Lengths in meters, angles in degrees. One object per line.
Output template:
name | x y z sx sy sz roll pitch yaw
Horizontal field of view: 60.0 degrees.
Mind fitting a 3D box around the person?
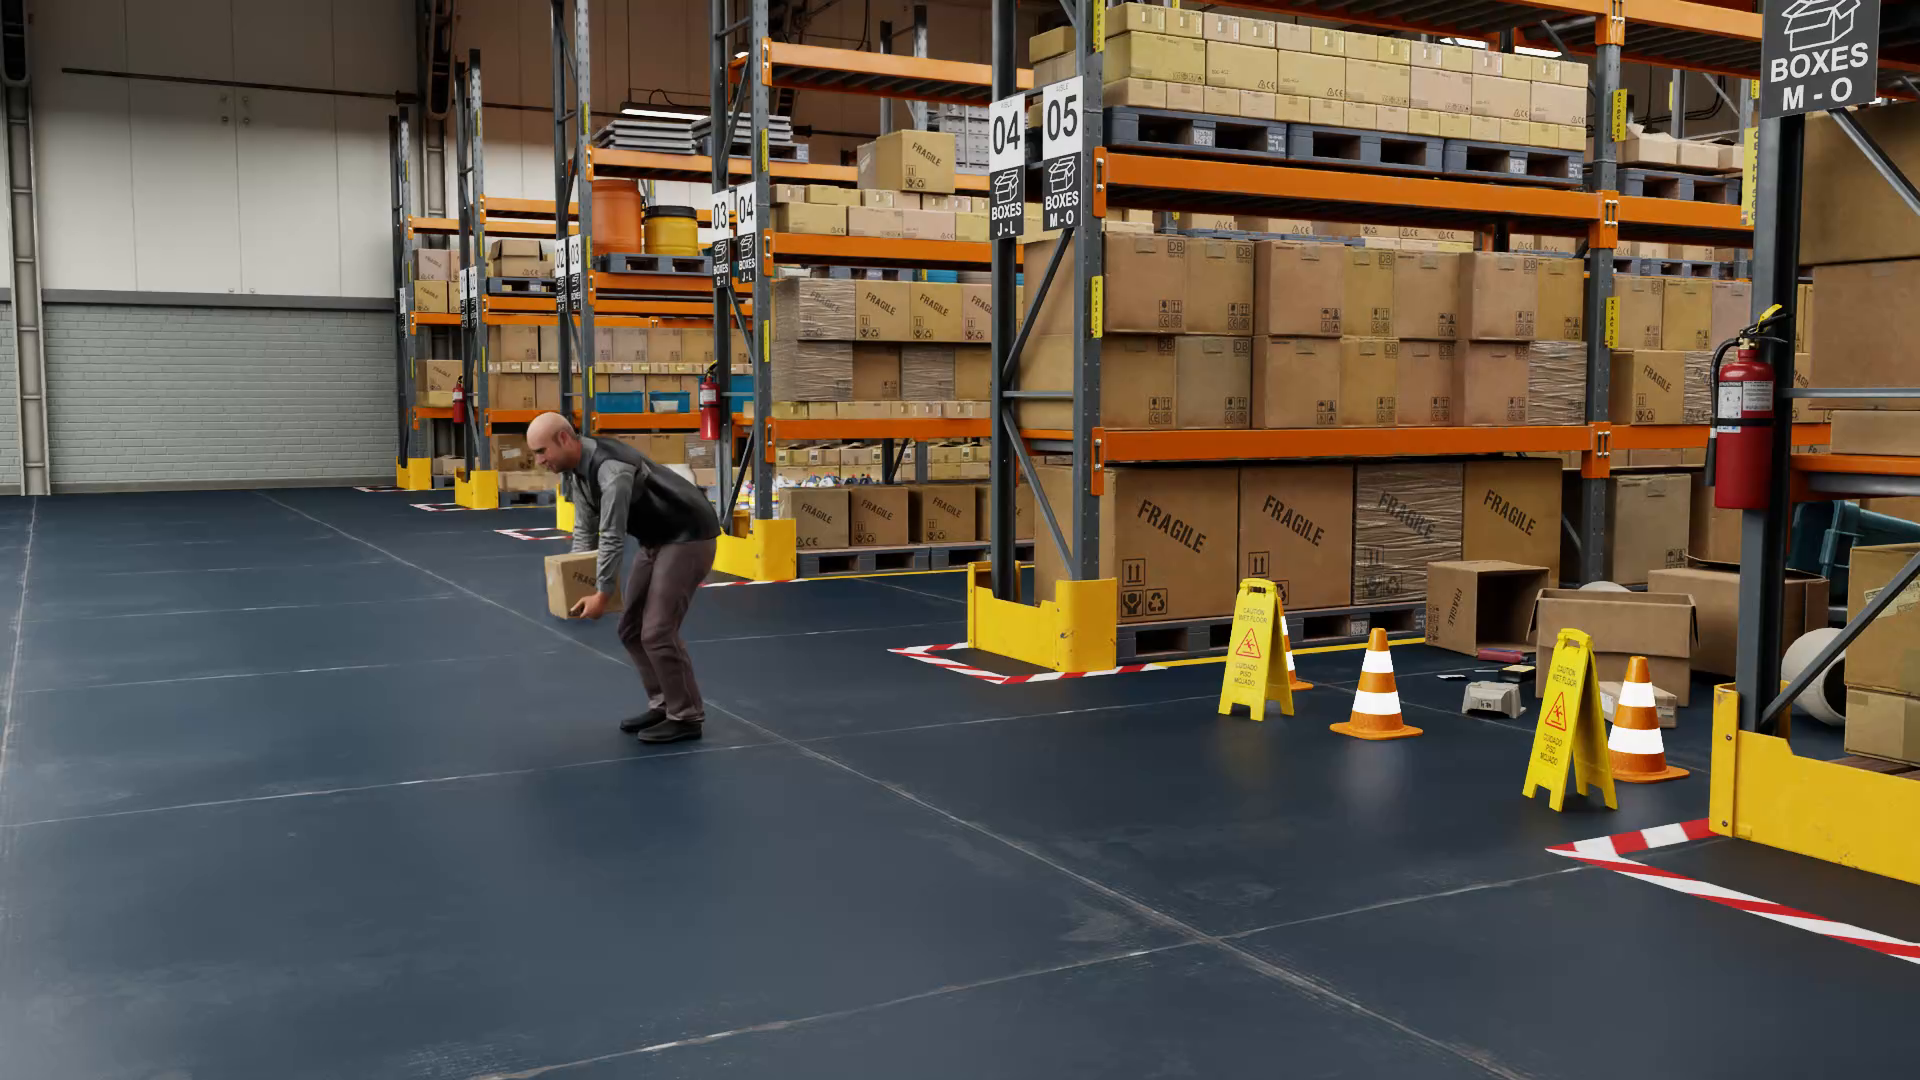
person | -1.457 0.160 7.229 0.832 1.434 0.472 -3 6 -30
